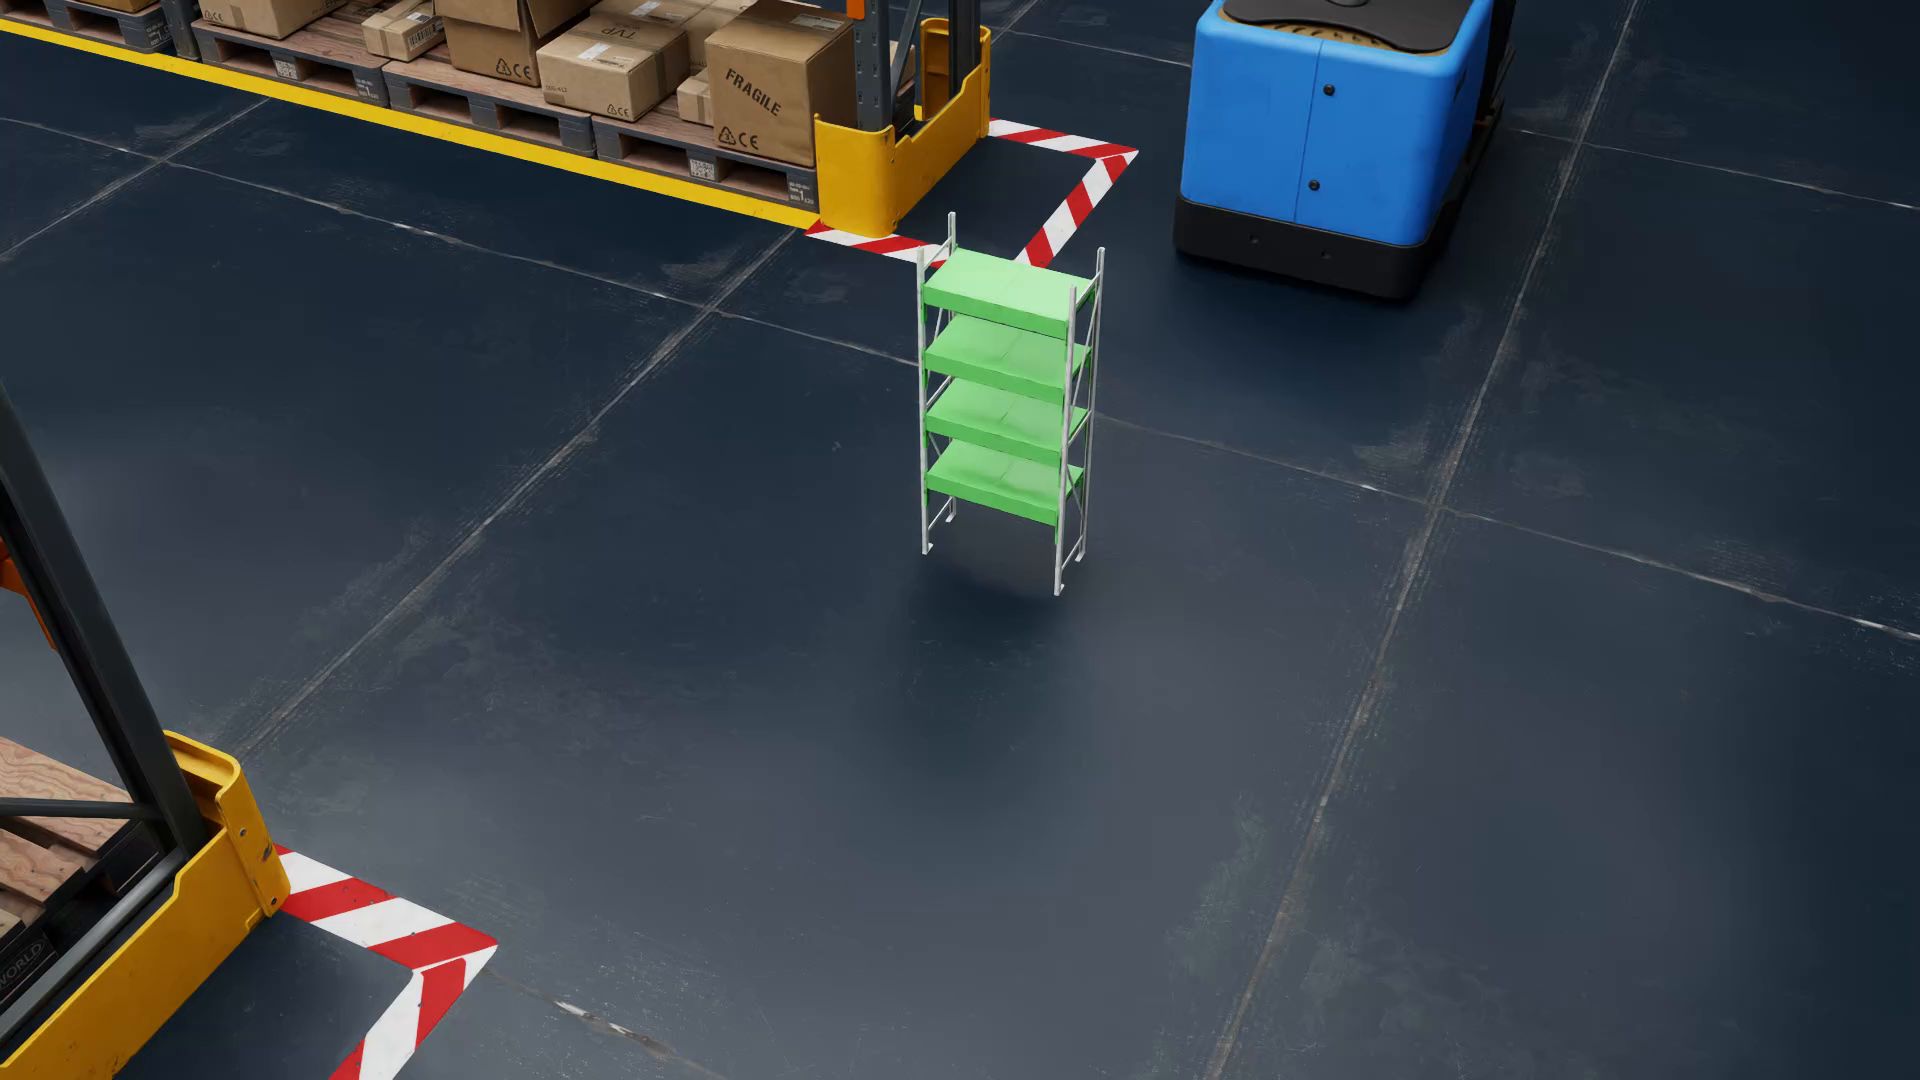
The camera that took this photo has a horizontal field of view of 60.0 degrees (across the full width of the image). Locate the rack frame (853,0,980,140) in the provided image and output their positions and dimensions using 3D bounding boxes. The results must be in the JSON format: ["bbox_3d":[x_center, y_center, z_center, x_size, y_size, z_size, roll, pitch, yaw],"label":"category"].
[{"bbox_3d":[-0.171,-2.810,6.702,0.127,3.000,1.000,17,44,19],"label":"rack frame"}]

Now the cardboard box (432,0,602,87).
[{"bbox_3d":[-2.091,-2.624,8.057,0.637,0.503,0.797,17,44,19],"label":"cardboard box"}]

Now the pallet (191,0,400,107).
[{"bbox_3d":[-3.173,-2.673,8.673,1.213,0.211,1.003,17,44,19],"label":"pallet"}]

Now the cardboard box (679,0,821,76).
[{"bbox_3d":[-0.996,-2.395,7.986,0.500,0.250,0.500,17,44,19],"label":"cardboard box"}]

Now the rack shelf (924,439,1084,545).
[{"bbox_3d":[0.150,-0.178,5.503,0.480,0.148,0.258,17,44,19],"label":"rack shelf"}]

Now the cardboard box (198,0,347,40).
[{"bbox_3d":[-3.506,-2.824,8.434,0.500,0.311,0.500,17,44,19],"label":"cardboard box"}]

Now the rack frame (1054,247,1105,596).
[{"bbox_3d":[0.371,-0.340,5.226,0.015,1.200,0.240,17,44,19],"label":"rack frame"}]

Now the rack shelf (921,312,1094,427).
[{"bbox_3d":[0.150,-0.541,5.189,0.480,0.148,0.258,17,44,19],"label":"rack shelf"}]

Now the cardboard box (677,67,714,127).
[{"bbox_3d":[-1.096,-2.076,7.682,0.250,0.166,0.380,17,44,19],"label":"cardboard box"}]

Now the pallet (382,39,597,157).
[{"bbox_3d":[-2.064,-2.336,8.285,1.213,0.211,1.003,17,44,19],"label":"pallet"}]

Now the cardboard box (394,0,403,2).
[{"bbox_3d":[-2.794,-2.949,8.703,0.250,0.149,0.380,17,44,19],"label":"cardboard box"}]

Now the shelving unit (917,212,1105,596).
[{"bbox_3d":[0.150,-0.408,5.304,0.503,1.200,0.258,17,44,19],"label":"shelving unit"}]

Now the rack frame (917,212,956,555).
[{"bbox_3d":[-0.071,-0.475,5.382,0.015,1.200,0.240,17,44,19],"label":"rack frame"}]

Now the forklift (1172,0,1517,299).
[{"bbox_3d":[1.968,-3.059,7.042,1.130,2.935,3.031,16,43,18],"label":"forklift"}]

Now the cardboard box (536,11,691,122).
[{"bbox_3d":[-1.616,-2.223,7.788,0.500,0.250,0.500,17,44,19],"label":"cardboard box"}]

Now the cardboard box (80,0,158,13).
[{"bbox_3d":[-4.364,-3.106,8.616,0.500,0.500,0.500,17,44,18],"label":"cardboard box"}]

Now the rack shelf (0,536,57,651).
[{"bbox_3d":[-4.081,-0.153,4.186,4.000,0.370,1.077,17,44,19],"label":"rack shelf"}]

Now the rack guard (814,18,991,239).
[{"bbox_3d":[-0.239,-1.887,7.545,0.348,0.500,1.175,17,44,19],"label":"rack guard"}]

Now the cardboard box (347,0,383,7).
[{"bbox_3d":[-3.159,-3.150,8.667,0.500,0.500,0.500,17,44,19],"label":"cardboard box"}]

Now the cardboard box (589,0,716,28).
[{"bbox_3d":[-1.450,-2.533,8.146,0.500,0.250,0.500,17,44,19],"label":"cardboard box"}]

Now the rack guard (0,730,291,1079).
[{"bbox_3d":[-2.241,1.072,4.131,0.348,0.500,1.175,17,44,19],"label":"rack guard"}]

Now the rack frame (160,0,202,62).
[{"bbox_3d":[-3.795,-3.918,7.980,0.127,3.000,1.000,17,44,19],"label":"rack frame"}]

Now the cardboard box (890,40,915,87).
[{"bbox_3d":[-0.405,-2.219,7.861,0.250,0.149,0.380,17,44,19],"label":"cardboard box"}]

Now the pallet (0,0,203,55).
[{"bbox_3d":[-4.549,-3.067,9.127,1.213,0.211,1.003,17,44,19],"label":"pallet"}]

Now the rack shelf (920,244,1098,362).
[{"bbox_3d":[0.150,-0.722,5.032,0.480,0.148,0.258,17,44,19],"label":"rack shelf"}]

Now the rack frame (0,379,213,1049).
[{"bbox_3d":[-2.268,0.129,3.311,0.127,3.000,1.000,17,44,19],"label":"rack frame"}]

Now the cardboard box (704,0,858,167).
[{"bbox_3d":[-0.767,-2.036,7.382,0.500,0.500,0.500,17,44,19],"label":"cardboard box"}]

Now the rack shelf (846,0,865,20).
[{"bbox_3d":[-1.983,-3.092,7.577,4.000,0.370,1.077,17,44,19],"label":"rack shelf"}]

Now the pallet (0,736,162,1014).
[{"bbox_3d":[-2.999,0.931,4.515,1.213,0.211,1.003,17,44,19],"label":"pallet"}]

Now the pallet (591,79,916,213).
[{"bbox_3d":[-0.962,-1.998,7.894,1.213,0.211,1.003,17,44,19],"label":"pallet"}]

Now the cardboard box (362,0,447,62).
[{"bbox_3d":[-2.718,-2.535,8.212,0.250,0.166,0.380,17,44,19],"label":"cardboard box"}]

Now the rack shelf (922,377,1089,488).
[{"bbox_3d":[0.150,-0.359,5.346,0.480,0.148,0.258,17,44,19],"label":"rack shelf"}]
